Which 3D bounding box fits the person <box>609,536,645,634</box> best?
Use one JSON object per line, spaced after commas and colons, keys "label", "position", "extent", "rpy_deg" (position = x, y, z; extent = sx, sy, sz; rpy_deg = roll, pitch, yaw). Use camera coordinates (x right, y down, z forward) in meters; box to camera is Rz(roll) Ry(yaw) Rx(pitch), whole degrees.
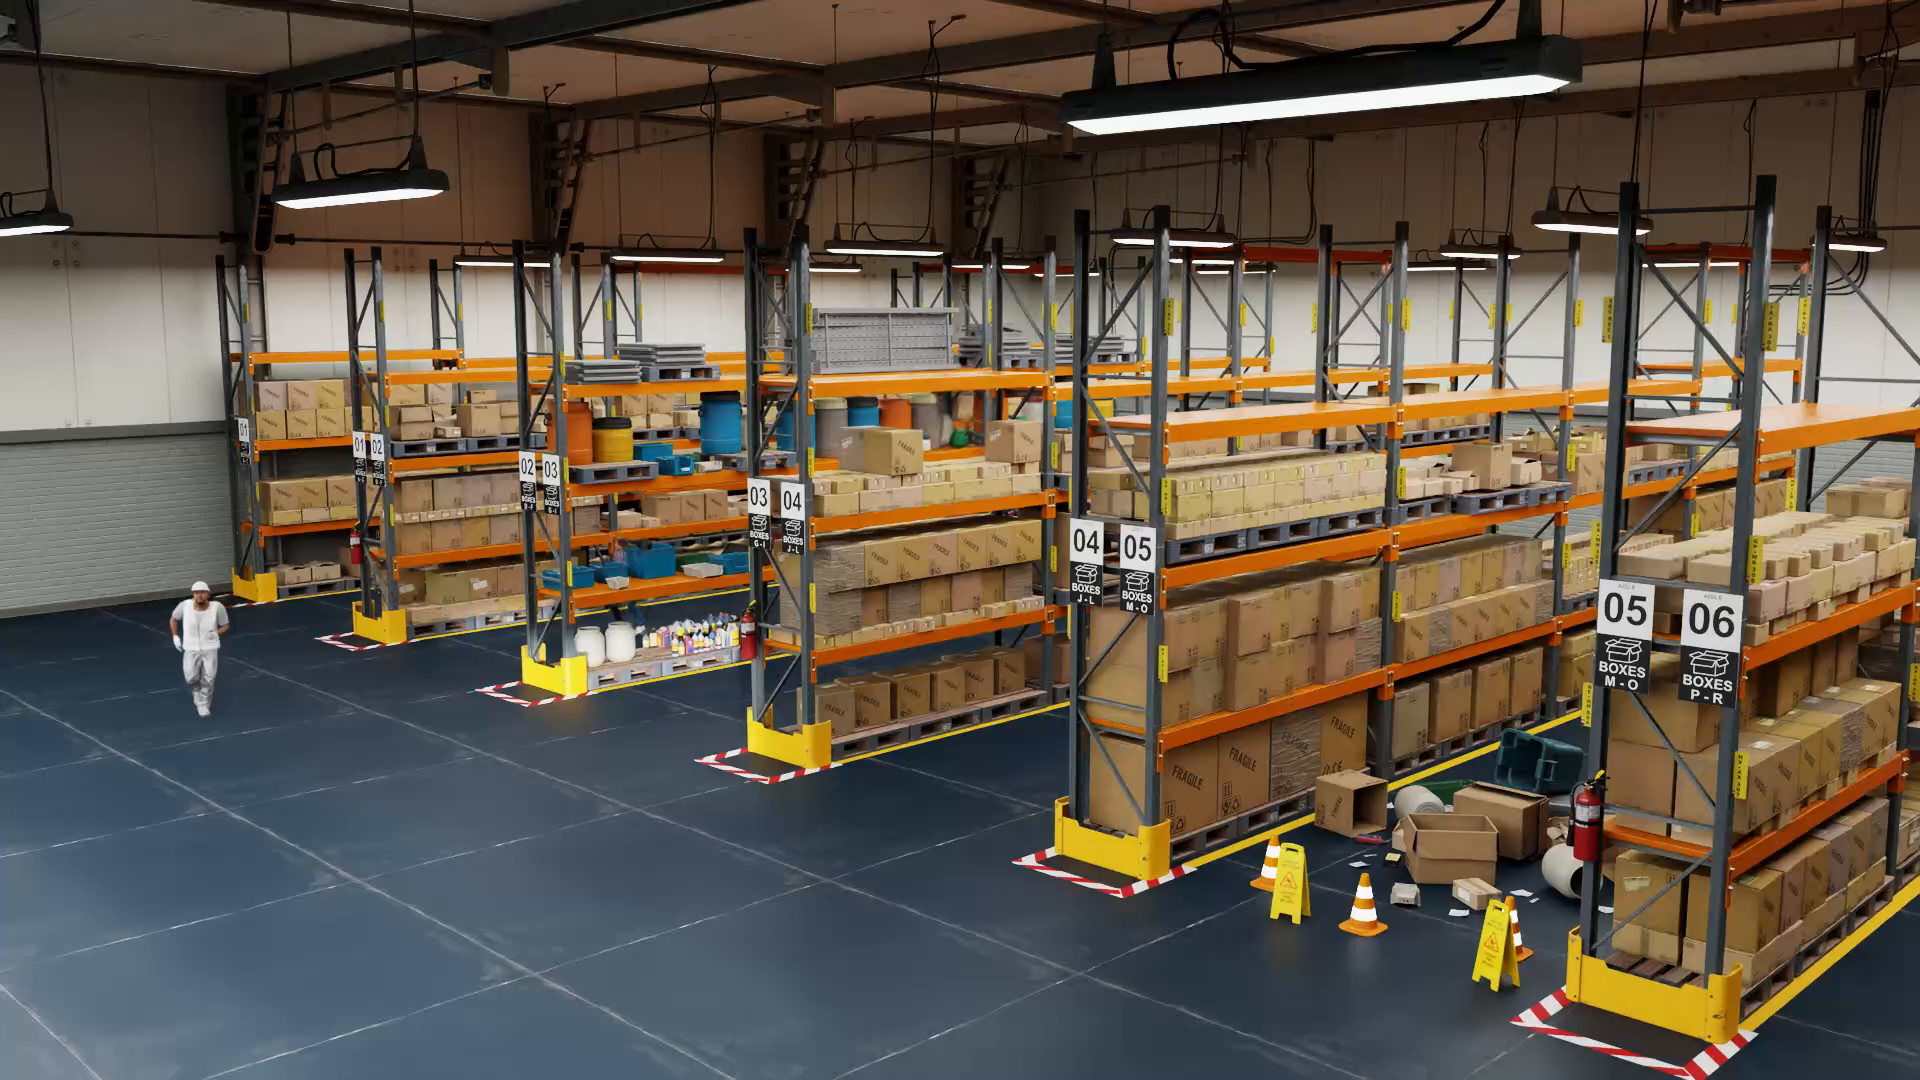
{"label": "person", "position": [-5.160, 0.743, 25.718], "extent": [0.519, 1.633, 0.700], "rpy_deg": [6, 10, 36]}

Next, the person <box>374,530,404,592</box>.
{"label": "person", "position": [-9.545, 0.404, 27.762], "extent": [0.641, 1.676, 0.668], "rpy_deg": [3, 9, 18]}

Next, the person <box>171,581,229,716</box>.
{"label": "person", "position": [-9.488, 1.371, 20.776], "extent": [0.679, 1.729, 0.617], "rpy_deg": [-3, 9, -20]}
